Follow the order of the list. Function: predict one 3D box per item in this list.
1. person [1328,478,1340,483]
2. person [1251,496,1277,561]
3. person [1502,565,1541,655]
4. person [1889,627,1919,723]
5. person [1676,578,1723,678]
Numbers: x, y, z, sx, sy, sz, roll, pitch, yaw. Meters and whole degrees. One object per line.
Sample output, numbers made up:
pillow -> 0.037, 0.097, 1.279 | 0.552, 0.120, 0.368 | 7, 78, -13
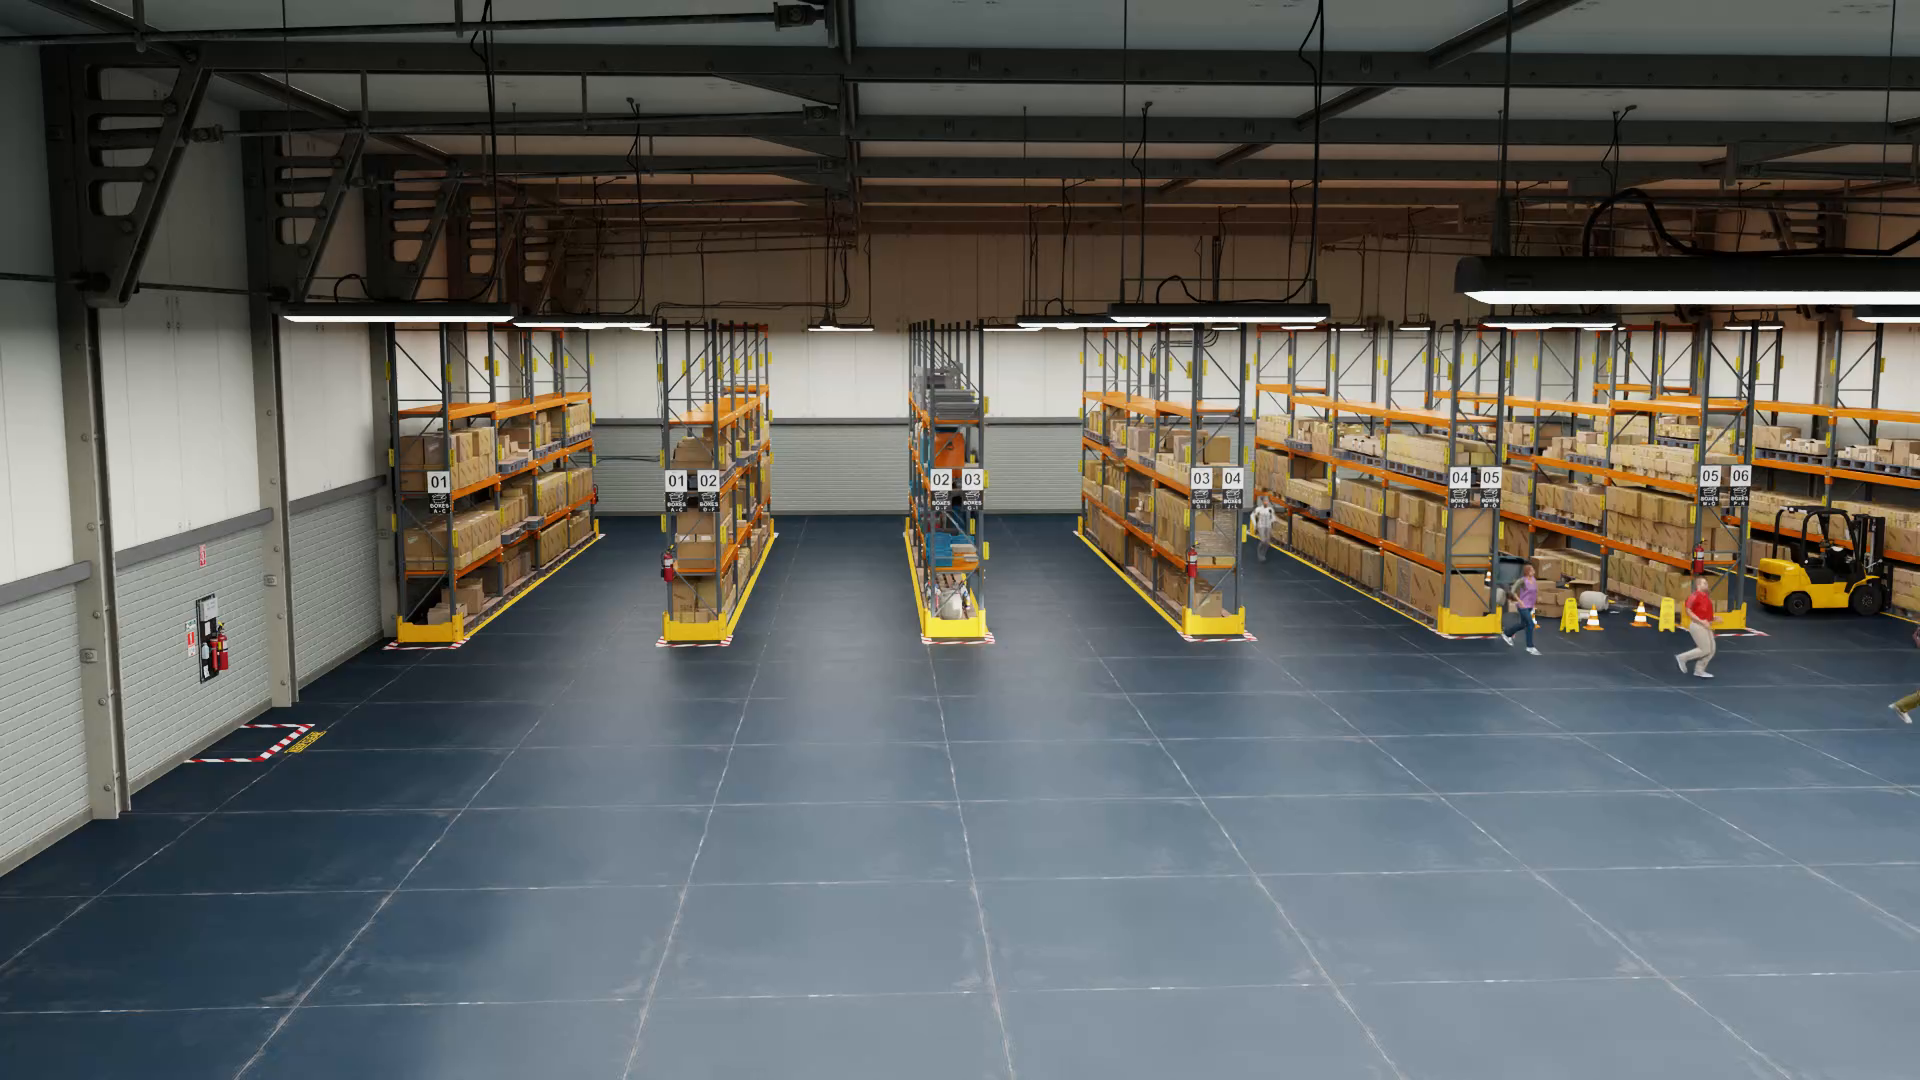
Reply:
person -> 11.014, -1.245, 49.423 | 0.696, 1.775, 0.694 | 0, 7, 0
person -> 7.682, -0.288, 41.886 | 0.592, 1.671, 0.626 | -1, 7, -7
person -> 10.154, 1.225, 29.999 | 0.533, 1.603, 0.792 | -6, 9, -39
person -> 14.079, 1.859, 24.044 | 1.049, 1.781, 0.710 | 4, 8, 29
person -> 12.378, 1.460, 27.823 | 0.627, 1.673, 0.661 | 6, 10, 42
